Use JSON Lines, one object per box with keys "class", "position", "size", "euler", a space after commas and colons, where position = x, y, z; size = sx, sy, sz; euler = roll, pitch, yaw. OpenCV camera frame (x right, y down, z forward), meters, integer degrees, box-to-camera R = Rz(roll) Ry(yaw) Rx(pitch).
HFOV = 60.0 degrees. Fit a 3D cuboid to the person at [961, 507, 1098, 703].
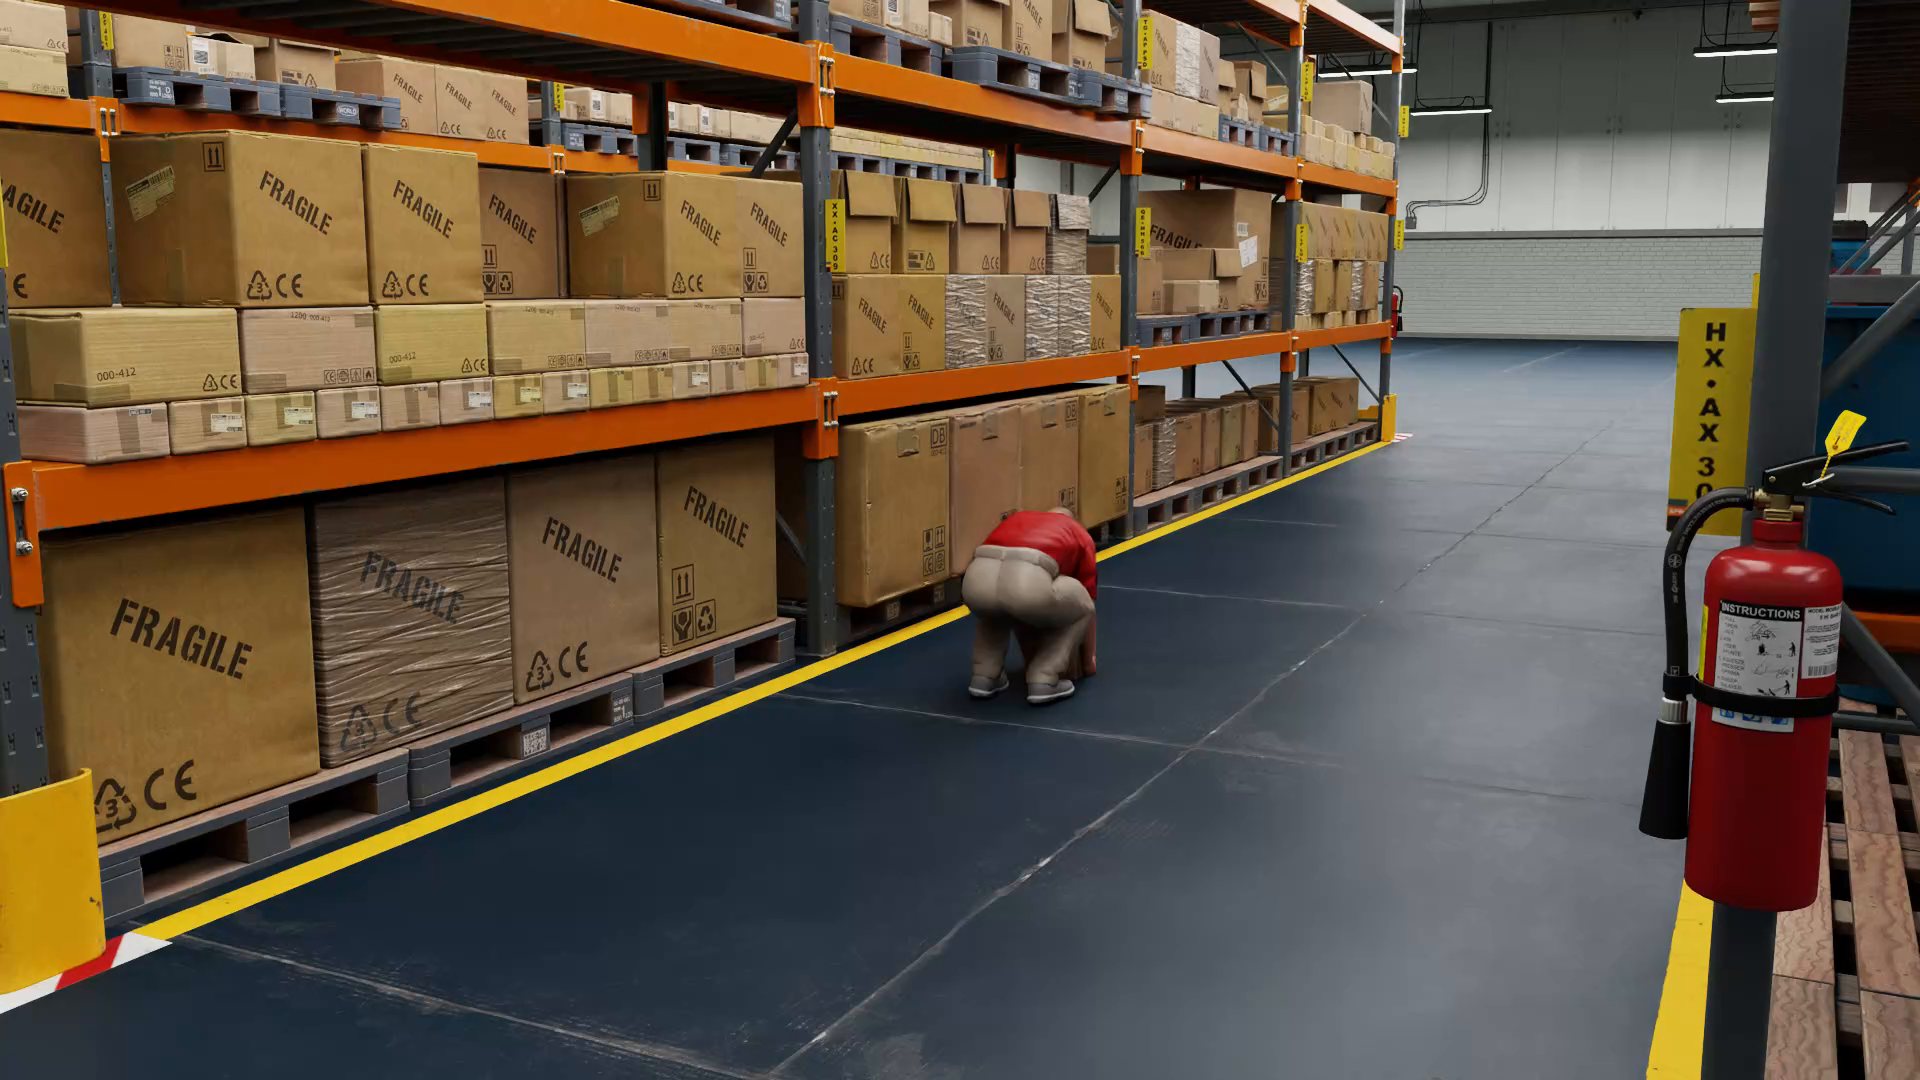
{"class": "person", "position": [0.327, 0.279, 7.294], "size": [0.527, 0.789, 0.939], "euler": [4, 10, 25]}
